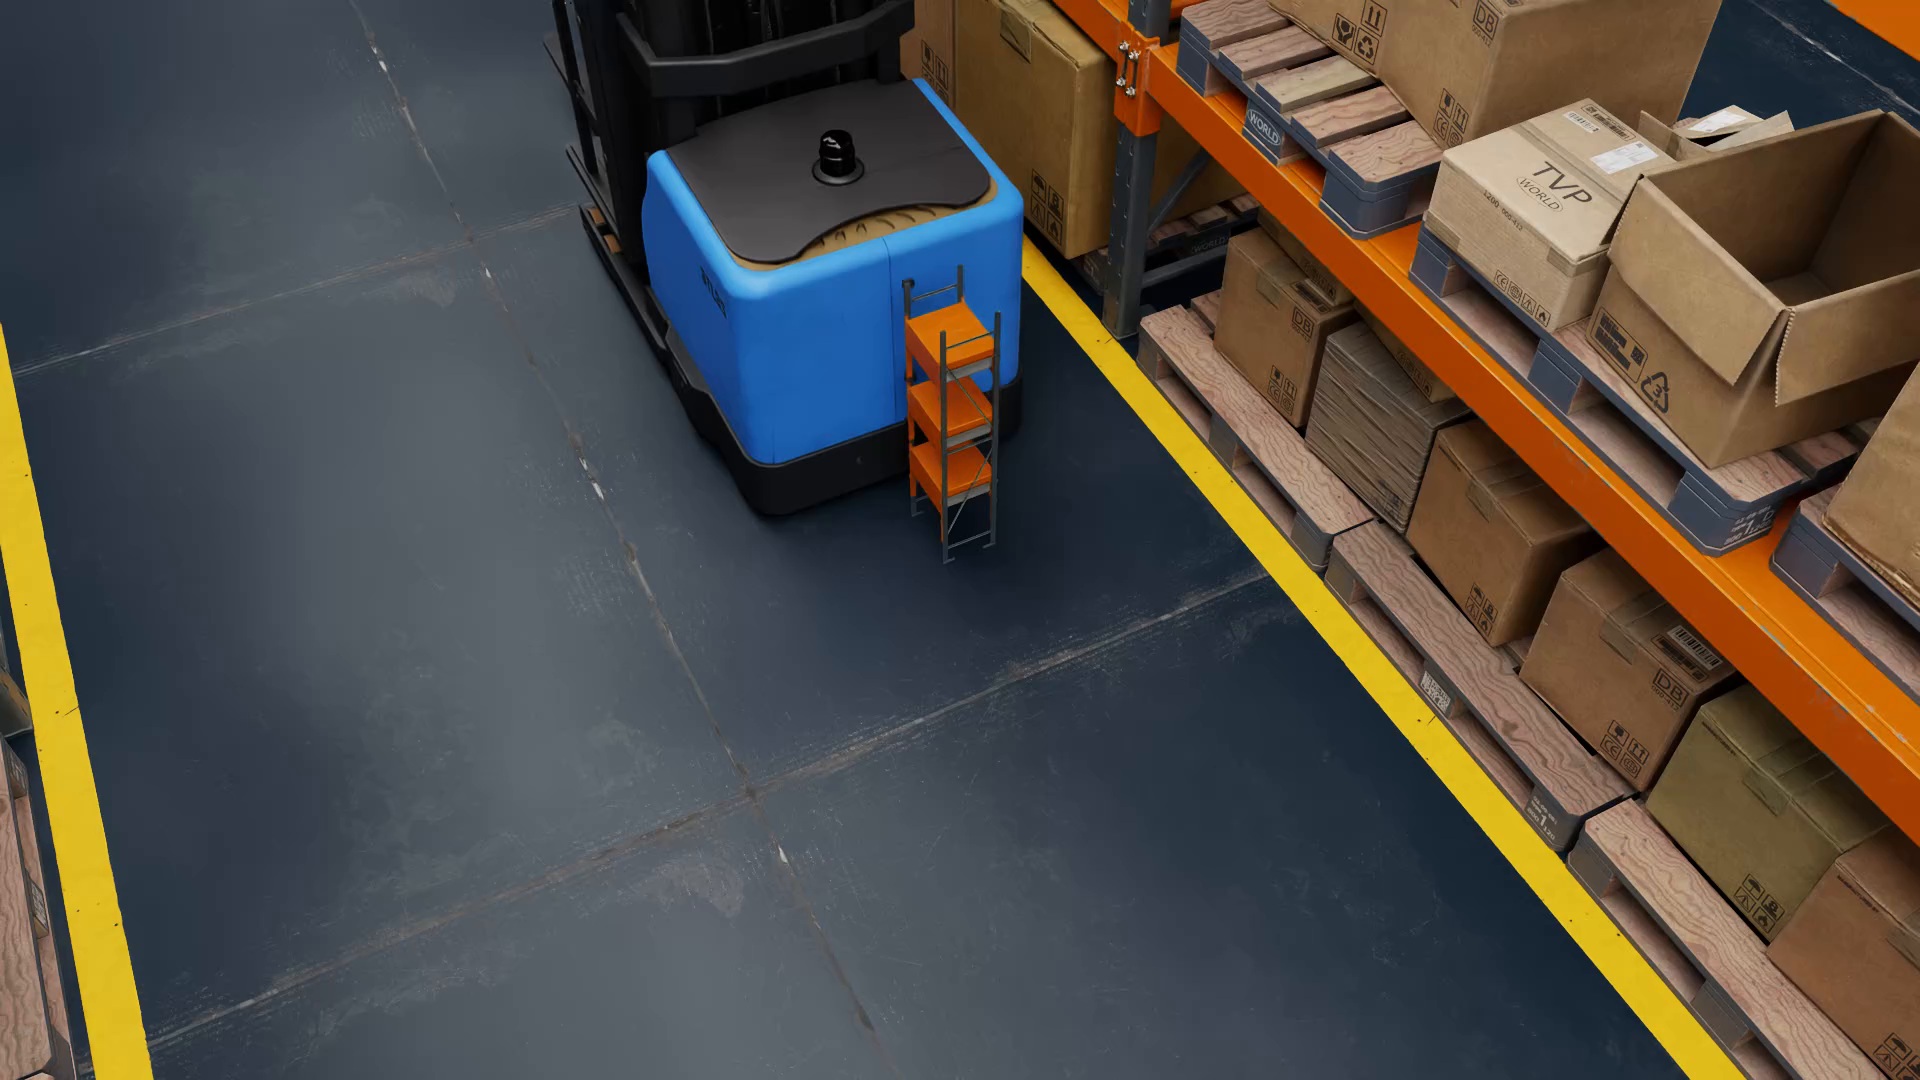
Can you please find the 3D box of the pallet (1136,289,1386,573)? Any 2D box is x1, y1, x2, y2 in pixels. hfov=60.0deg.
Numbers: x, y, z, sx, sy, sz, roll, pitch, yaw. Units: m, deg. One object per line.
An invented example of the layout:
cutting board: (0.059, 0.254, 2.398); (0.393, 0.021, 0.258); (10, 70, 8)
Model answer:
pallet: (1.379, -0.523, 6.067); (1.003, 0.211, 1.213); (-21, 52, -18)

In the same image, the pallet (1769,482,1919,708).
pallet: (2.633, 0.215, 3.697); (1.003, 0.211, 1.213); (-21, 52, -18)

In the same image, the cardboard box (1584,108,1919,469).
cardboard box: (1.978, -0.588, 3.924); (0.797, 0.503, 0.637); (-16, 51, -14)

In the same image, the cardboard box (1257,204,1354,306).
cardboard box: (1.356, -1.095, 5.585); (0.500, 0.250, 0.500); (-19, 52, -16)

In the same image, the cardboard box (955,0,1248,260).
cardboard box: (0.725, -1.872, 6.527); (1.225, 0.875, 0.875); (-23, 53, -19)

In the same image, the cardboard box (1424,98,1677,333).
cardboard box: (1.585, -0.852, 4.323); (0.500, 0.250, 0.500); (-23, 53, -19)

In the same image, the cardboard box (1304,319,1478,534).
cardboard box: (1.612, -0.478, 5.543); (0.700, 0.500, 0.500); (-25, 53, -20)

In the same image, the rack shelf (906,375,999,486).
rack shelf: (-0.024, -0.374, 5.394); (0.215, 0.259, 0.240); (-21, 52, -18)

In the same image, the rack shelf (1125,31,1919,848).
rack shelf: (1.938, -0.389, 4.575); (1.077, 0.370, 4.000); (-21, 52, -18)

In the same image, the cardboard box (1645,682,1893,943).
cardboard box: (2.390, 0.647, 4.560); (0.700, 0.500, 0.500); (-21, 52, -18)

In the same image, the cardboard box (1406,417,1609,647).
cardboard box: (1.878, -0.101, 5.214); (0.700, 0.500, 0.500); (-17, 51, -15)

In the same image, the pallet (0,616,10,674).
pallet: (-3.779, 0.147, 5.482); (1.003, 0.211, 1.213); (-21, 52, -18)

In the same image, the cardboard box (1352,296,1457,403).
cardboard box: (1.608, -0.743, 5.277); (0.500, 0.250, 0.500); (-16, 51, -13)

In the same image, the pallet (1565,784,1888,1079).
pallet: (2.495, 1.111, 4.638); (1.003, 0.211, 1.213); (-21, 52, -18)

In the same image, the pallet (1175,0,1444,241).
pallet: (1.443, -1.461, 5.162); (1.213, 0.211, 1.003); (-21, 52, -18)

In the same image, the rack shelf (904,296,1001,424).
rack shelf: (-0.024, -0.561, 5.181); (0.215, 0.259, 0.240); (-21, 52, -18)

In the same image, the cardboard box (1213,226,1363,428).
cardboard box: (1.347, -0.844, 5.864); (0.700, 0.500, 0.500); (-24, 53, -19)

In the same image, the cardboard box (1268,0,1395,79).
cardboard box: (1.305, -1.788, 4.975); (0.500, 0.500, 0.500); (-27, 54, -22)

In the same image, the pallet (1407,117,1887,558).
pallet: (1.965, -0.590, 4.401); (1.003, 0.211, 1.213); (-21, 52, -18)

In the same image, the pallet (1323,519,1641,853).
pallet: (1.933, 0.293, 5.354); (1.003, 0.211, 1.213); (-21, 52, -18)

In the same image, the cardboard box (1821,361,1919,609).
cardboard box: (2.614, -0.203, 3.257); (1.000, 1.000, 1.000); (-21, 52, -17)

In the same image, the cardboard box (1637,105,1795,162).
cardboard box: (2.026, -1.035, 4.473); (0.396, 0.266, 0.258); (-23, 53, -19)

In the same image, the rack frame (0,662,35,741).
rack frame: (-3.381, -0.258, 3.983); (1.000, 3.000, 0.127); (-21, 52, -18)

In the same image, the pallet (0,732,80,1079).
pallet: (-3.061, 1.192, 4.567); (1.003, 0.211, 1.213); (-21, 52, -18)

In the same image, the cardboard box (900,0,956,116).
cardboard box: (0.324, -2.471, 7.051); (1.225, 0.875, 0.875); (-21, 52, -17)

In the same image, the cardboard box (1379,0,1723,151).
cardboard box: (1.650, -1.448, 4.679); (0.700, 0.500, 0.500); (-14, 50, -12)

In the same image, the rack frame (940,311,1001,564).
rack frame: (0.031, -0.300, 5.315); (0.200, 1.050, 0.008); (-21, 52, -18)

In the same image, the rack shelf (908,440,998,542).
rack shelf: (-0.024, -0.192, 5.603); (0.215, 0.259, 0.240); (-21, 52, -18)

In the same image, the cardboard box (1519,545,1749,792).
cardboard box: (2.133, 0.273, 4.887); (0.700, 0.500, 0.500); (-25, 53, -21)

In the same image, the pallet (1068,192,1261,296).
pallet: (0.729, -1.600, 7.009); (1.003, 0.211, 1.213); (-21, 52, -18)

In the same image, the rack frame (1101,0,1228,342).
rack frame: (1.023, -1.964, 5.475); (1.000, 3.000, 0.127); (-21, 52, -18)

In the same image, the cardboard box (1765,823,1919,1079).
cardboard box: (2.591, 0.973, 4.275); (0.700, 0.500, 0.500); (-25, 53, -20)

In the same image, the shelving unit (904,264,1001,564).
shelving unit: (-0.024, -0.381, 5.386); (0.215, 1.050, 0.252); (-21, 52, -18)

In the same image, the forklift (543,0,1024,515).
forklift: (-0.887, -2.171, 5.702); (1.130, 2.935, 3.031); (-21, 52, -17)

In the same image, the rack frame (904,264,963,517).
rack frame: (-0.080, -0.463, 5.458); (0.200, 1.050, 0.008); (-21, 52, -18)

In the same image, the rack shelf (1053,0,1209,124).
rack shelf: (0.107, -3.066, 6.917); (1.077, 0.370, 4.000); (-21, 52, -18)

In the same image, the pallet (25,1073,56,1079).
pallet: (-2.507, 2.007, 3.854); (1.003, 0.211, 1.213); (-21, 52, -18)
